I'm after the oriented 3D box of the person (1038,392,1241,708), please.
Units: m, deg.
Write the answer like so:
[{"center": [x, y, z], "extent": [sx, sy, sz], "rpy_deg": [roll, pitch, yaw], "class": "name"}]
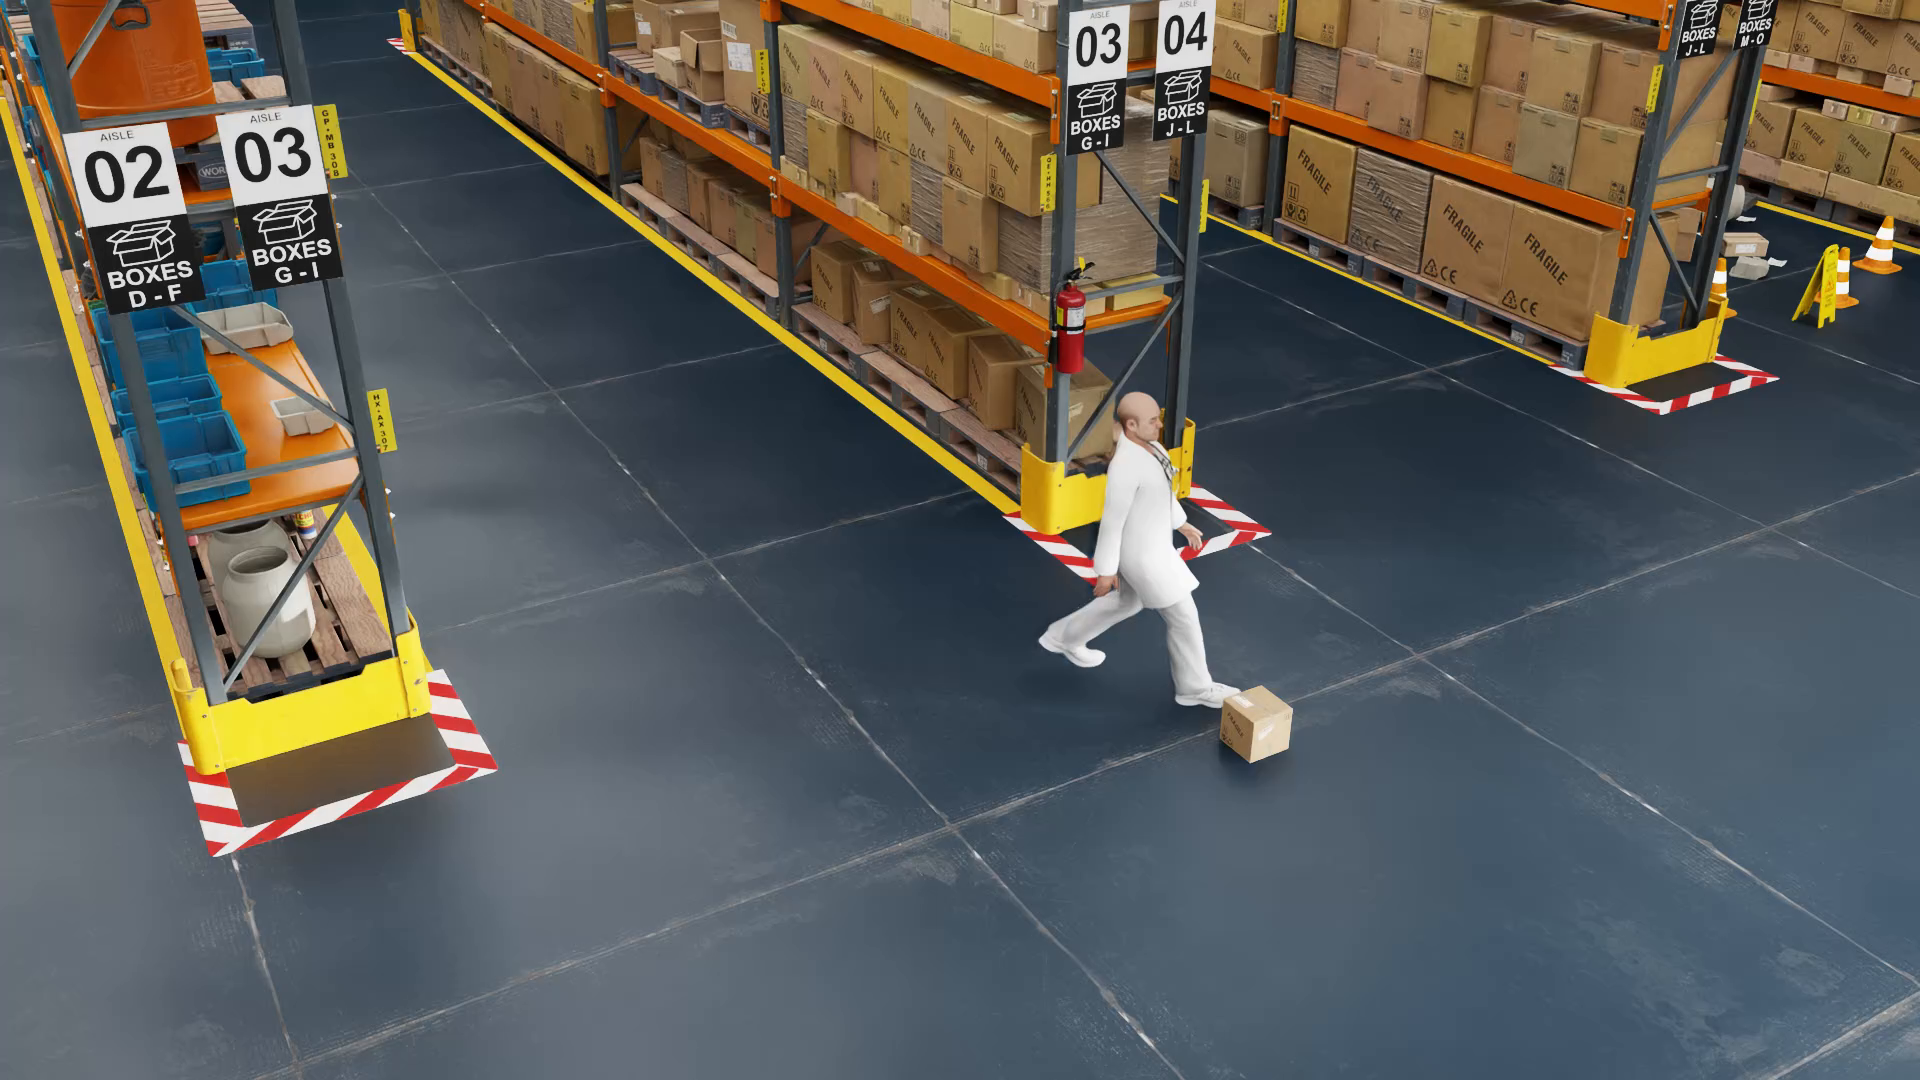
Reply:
[{"center": [0.960, 0.039, 8.542], "extent": [1.109, 1.723, 0.578], "rpy_deg": [4, 29, 7], "class": "person"}]
